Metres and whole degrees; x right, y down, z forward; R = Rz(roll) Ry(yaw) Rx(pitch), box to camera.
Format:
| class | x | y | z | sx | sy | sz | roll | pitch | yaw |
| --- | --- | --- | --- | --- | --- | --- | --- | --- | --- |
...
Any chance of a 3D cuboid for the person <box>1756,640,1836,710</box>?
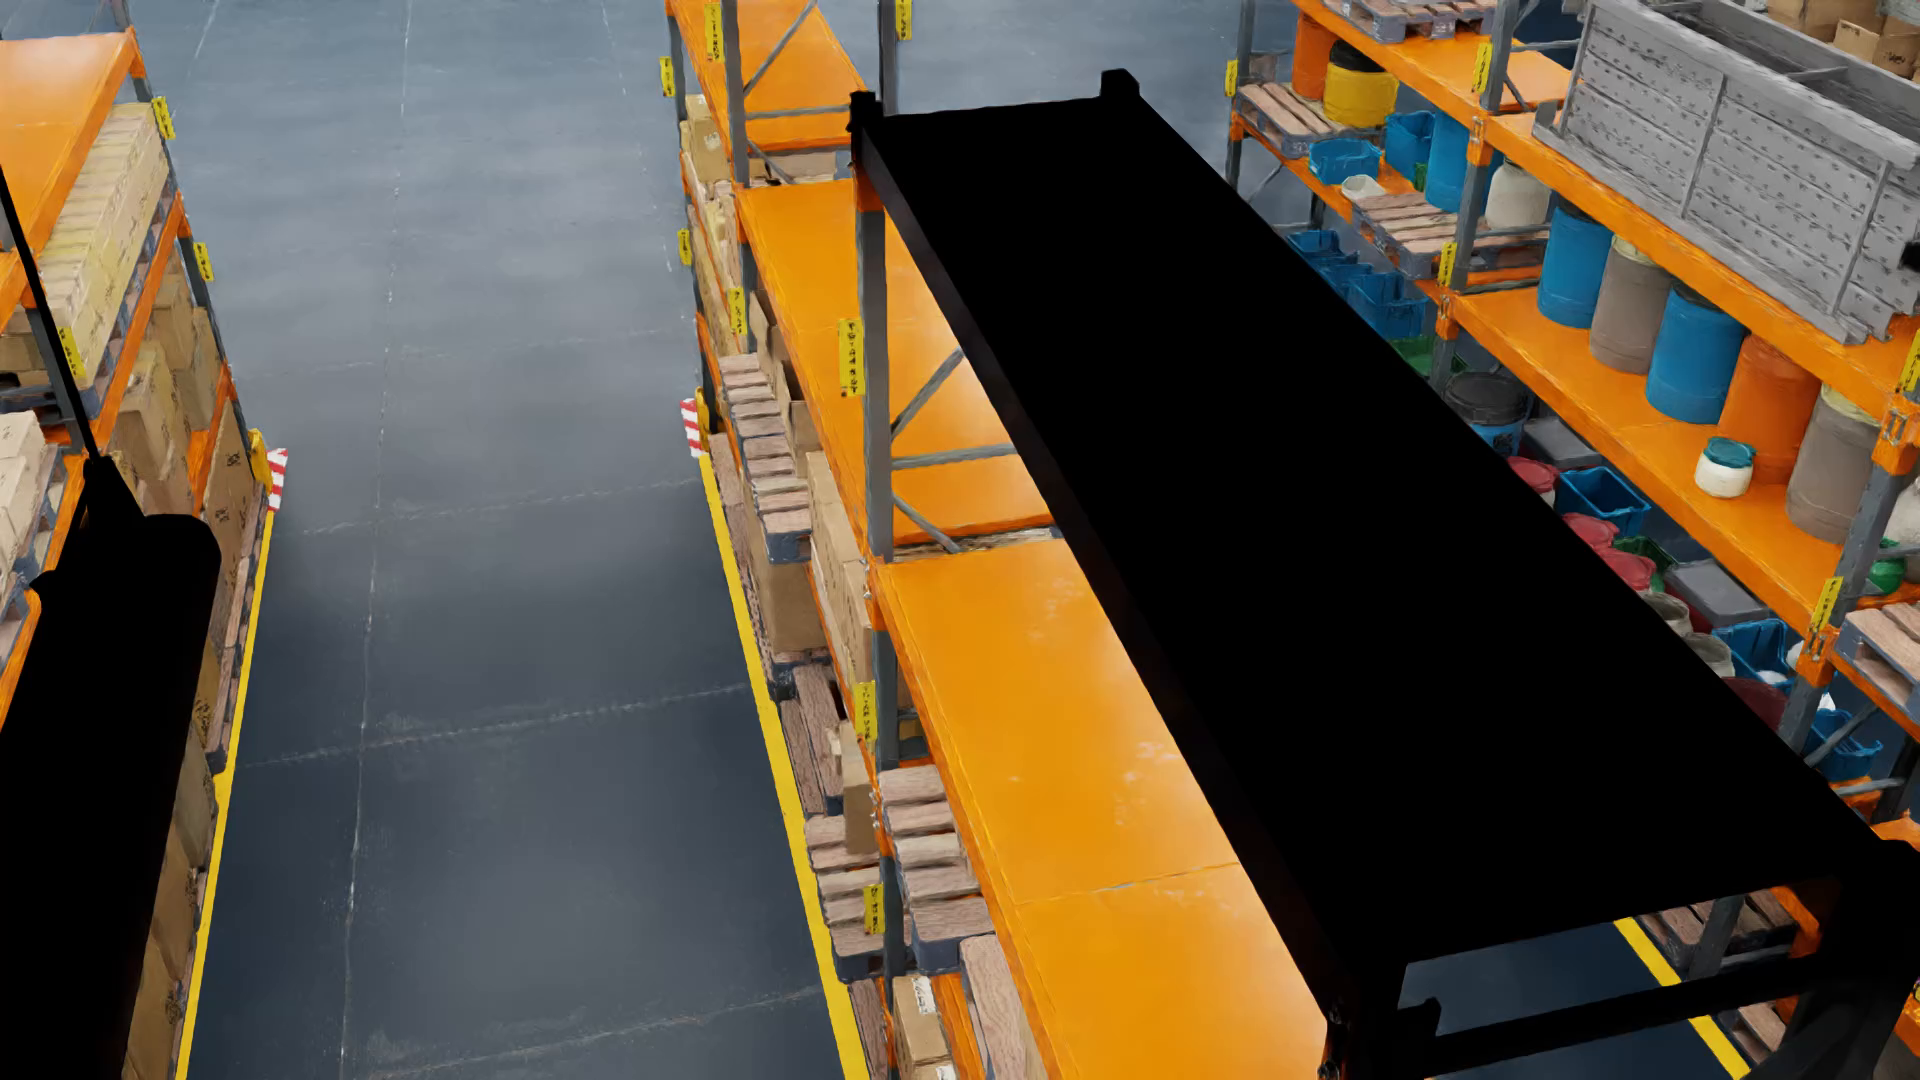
| class | x | y | z | sx | sy | sz | roll | pitch | yaw |
| --- | --- | --- | --- | --- | --- | --- | --- | --- | --- |
| person | 5.058 | 1.301 | 10.498 | 0.701 | 1.766 | 0.566 | 17 | 38 | 24 |
